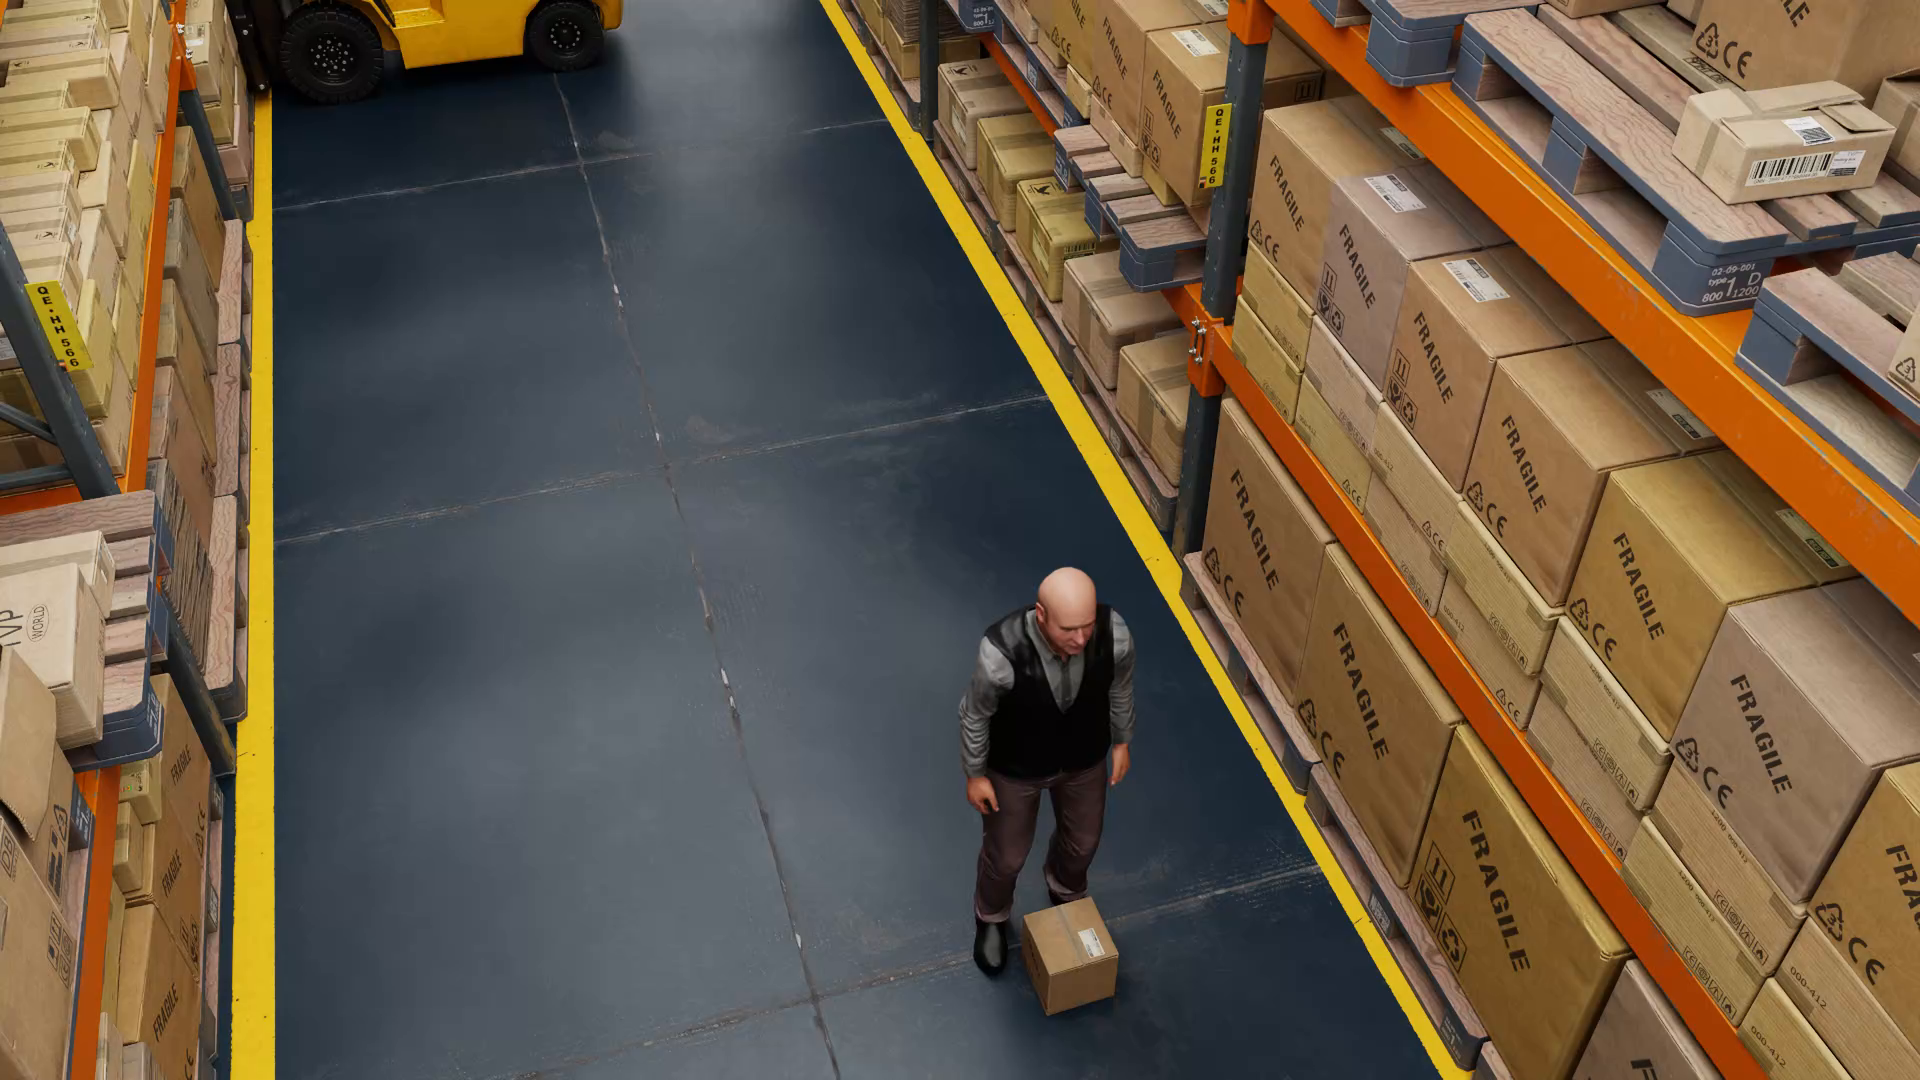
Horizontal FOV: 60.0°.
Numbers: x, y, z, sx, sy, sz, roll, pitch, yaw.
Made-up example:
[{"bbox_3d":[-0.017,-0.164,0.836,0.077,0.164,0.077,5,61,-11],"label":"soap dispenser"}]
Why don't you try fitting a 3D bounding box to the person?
[{"bbox_3d":[0.277,0.701,5.398,0.581,1.721,0.420,-12,43,-13],"label":"person"}]
